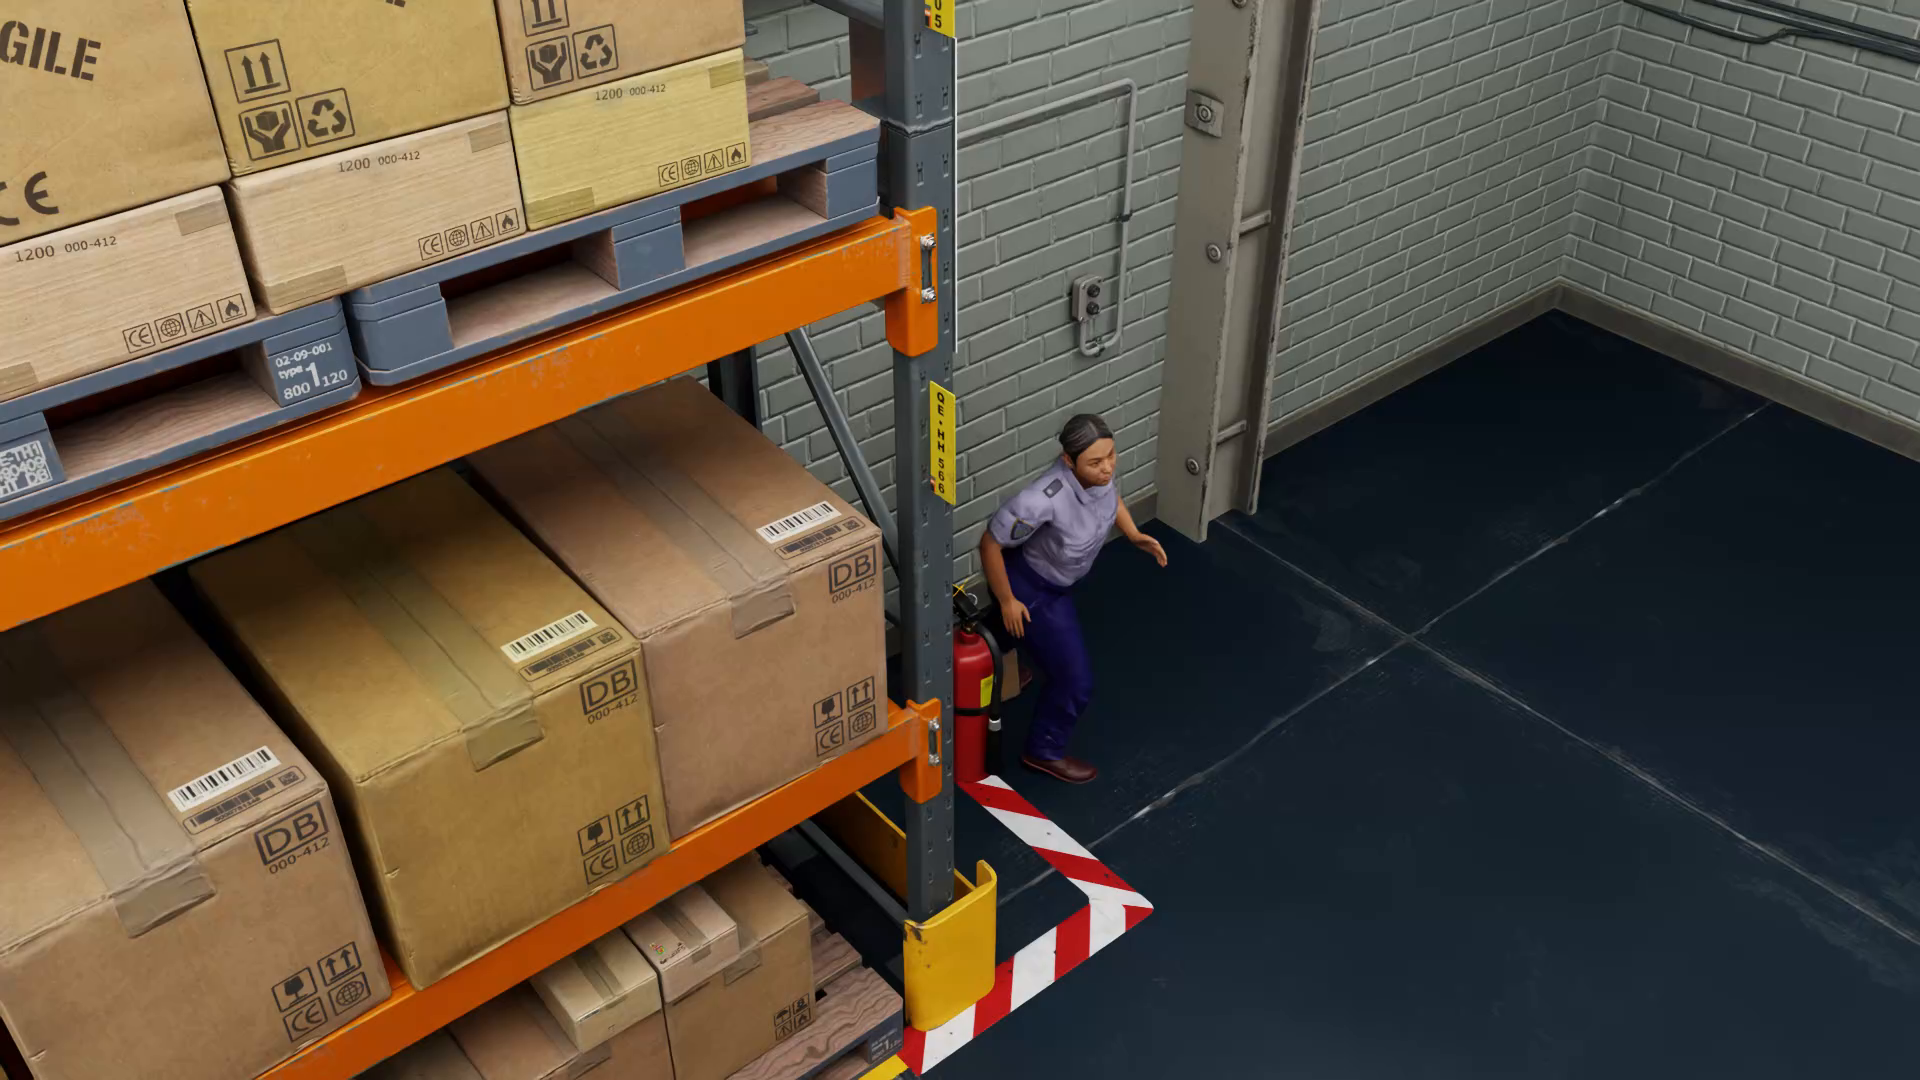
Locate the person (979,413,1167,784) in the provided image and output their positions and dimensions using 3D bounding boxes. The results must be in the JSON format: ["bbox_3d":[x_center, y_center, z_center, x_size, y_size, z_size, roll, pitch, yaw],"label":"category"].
[{"bbox_3d":[0.339,0.146,6.042,0.825,1.585,0.644,12,38,16],"label":"person"}]
